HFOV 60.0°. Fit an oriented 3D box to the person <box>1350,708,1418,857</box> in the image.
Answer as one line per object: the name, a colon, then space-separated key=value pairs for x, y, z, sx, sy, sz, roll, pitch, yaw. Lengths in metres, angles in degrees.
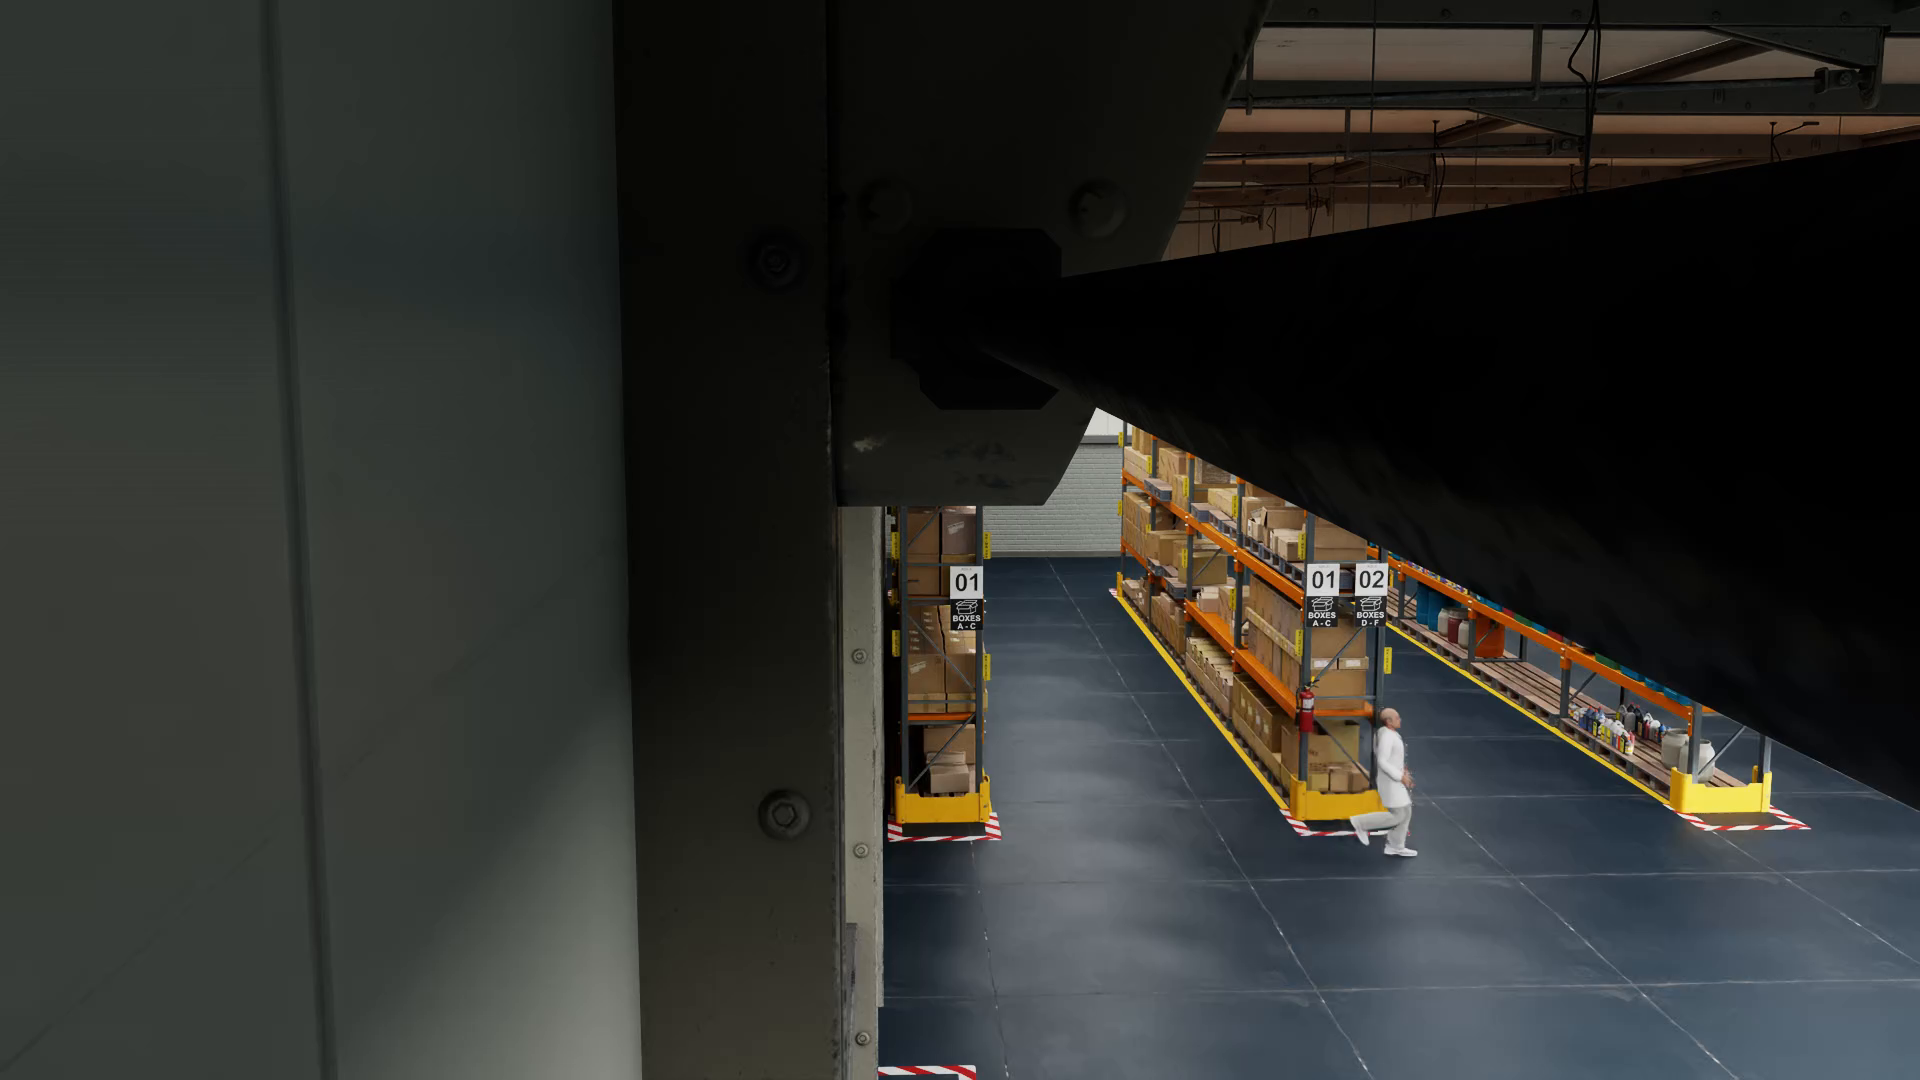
person: x=4.915 y=2.792 z=19.195 sx=0.773 sy=1.740 sz=0.725 roll=2 pitch=8 yaw=13
